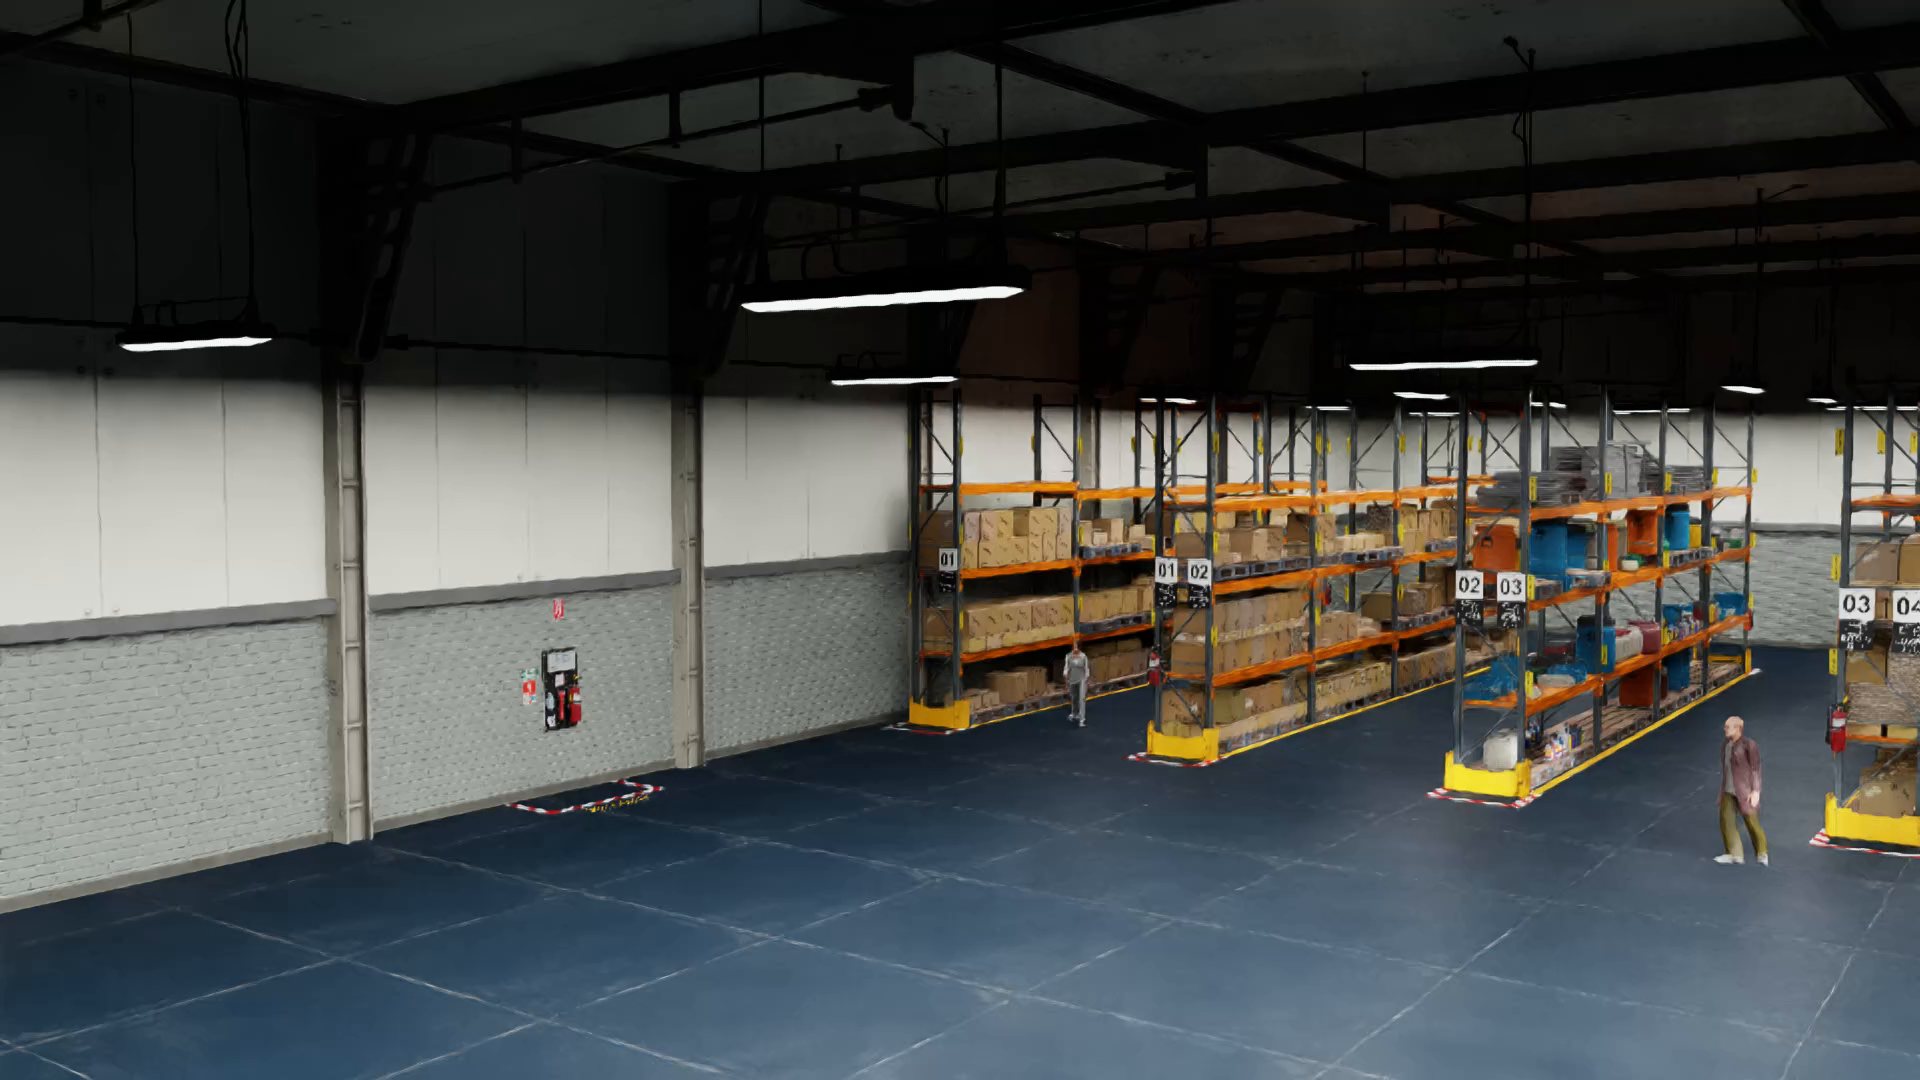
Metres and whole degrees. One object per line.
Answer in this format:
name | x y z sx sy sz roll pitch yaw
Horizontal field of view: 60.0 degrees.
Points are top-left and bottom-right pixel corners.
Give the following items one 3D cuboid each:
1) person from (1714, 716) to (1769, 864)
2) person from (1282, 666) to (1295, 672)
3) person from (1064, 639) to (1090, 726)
person | 9.377 2.988 19.900 0.632 1.765 0.611 -1 3 -19
person | 6.680 2.172 33.919 0.673 1.763 0.580 -1 4 -22
person | 2.090 2.530 29.790 0.453 1.535 0.878 1 3 13
